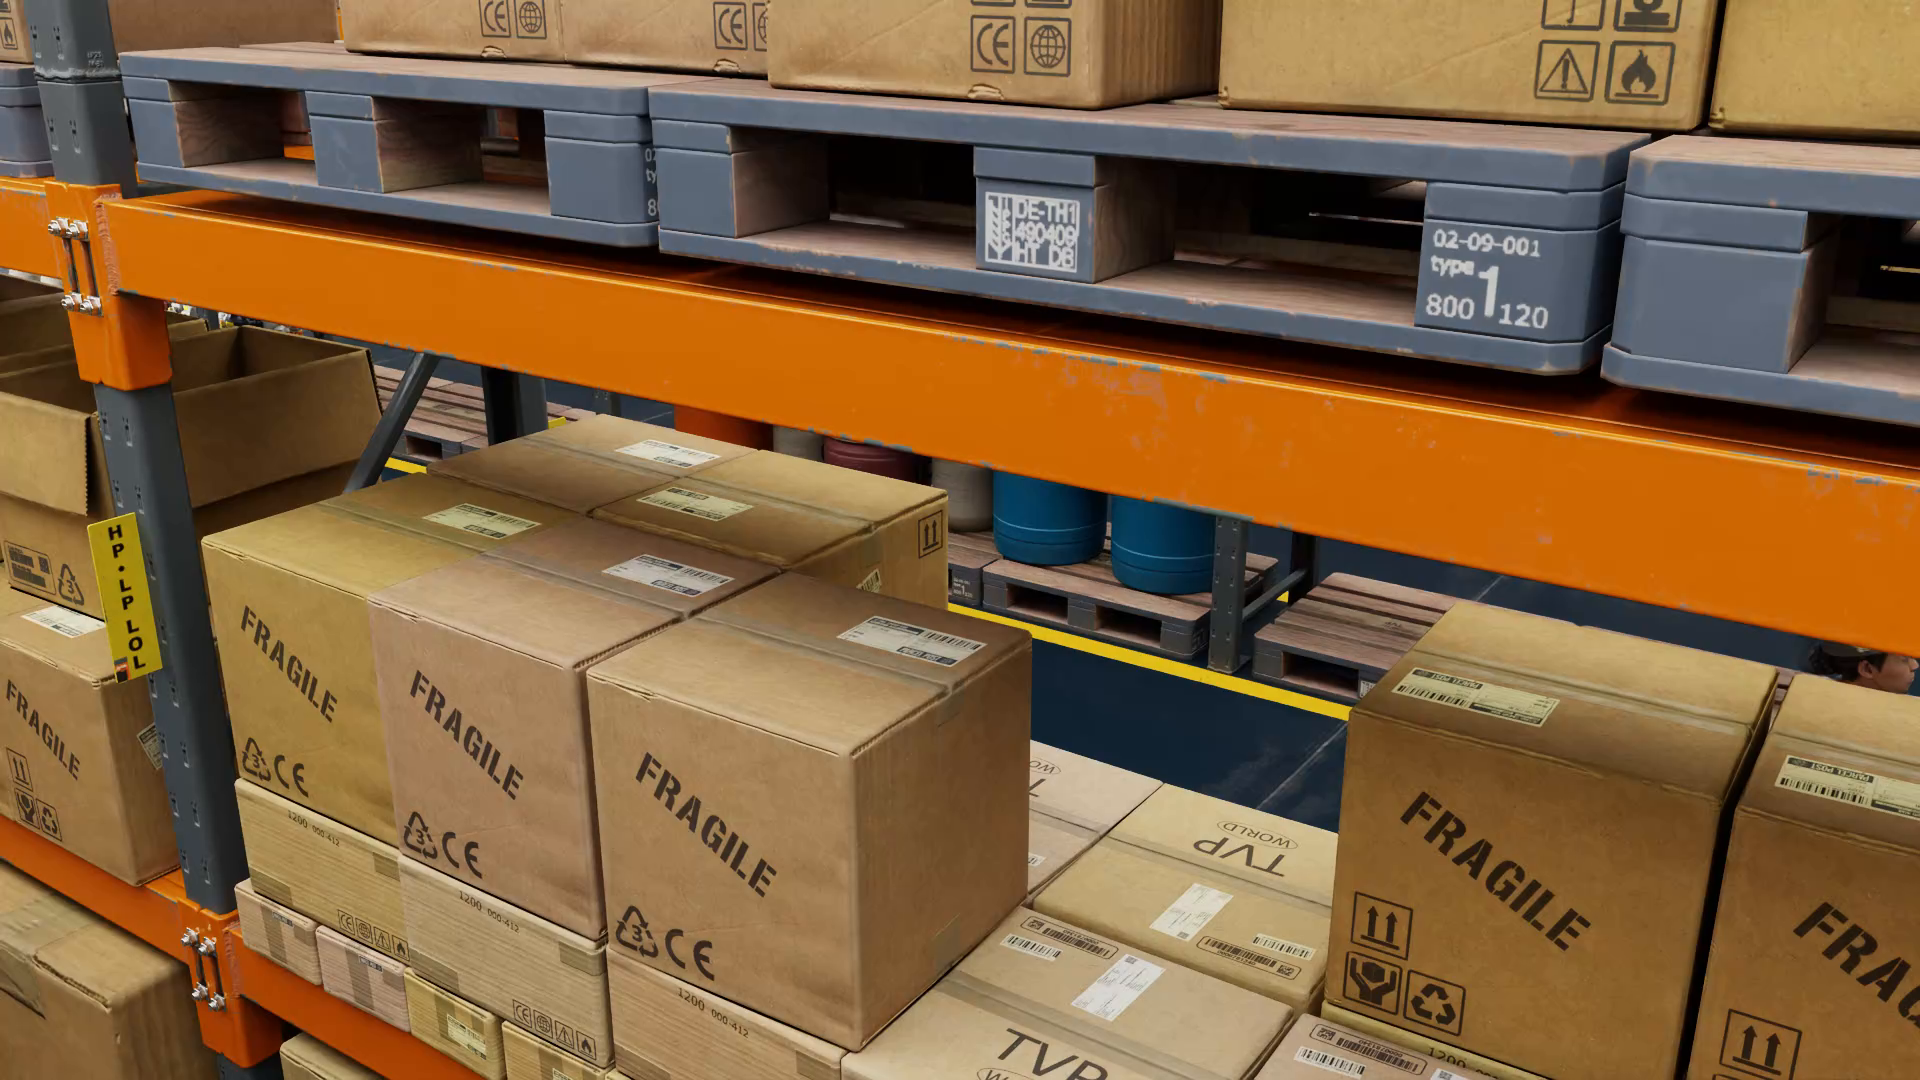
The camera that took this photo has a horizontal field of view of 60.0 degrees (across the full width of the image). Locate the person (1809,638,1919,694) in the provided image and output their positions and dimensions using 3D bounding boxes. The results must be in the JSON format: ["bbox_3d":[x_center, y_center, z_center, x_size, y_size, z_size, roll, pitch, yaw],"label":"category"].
[{"bbox_3d":[2.325,0.916,4.464,0.707,1.667,0.473,16,25,37],"label":"person"}]
